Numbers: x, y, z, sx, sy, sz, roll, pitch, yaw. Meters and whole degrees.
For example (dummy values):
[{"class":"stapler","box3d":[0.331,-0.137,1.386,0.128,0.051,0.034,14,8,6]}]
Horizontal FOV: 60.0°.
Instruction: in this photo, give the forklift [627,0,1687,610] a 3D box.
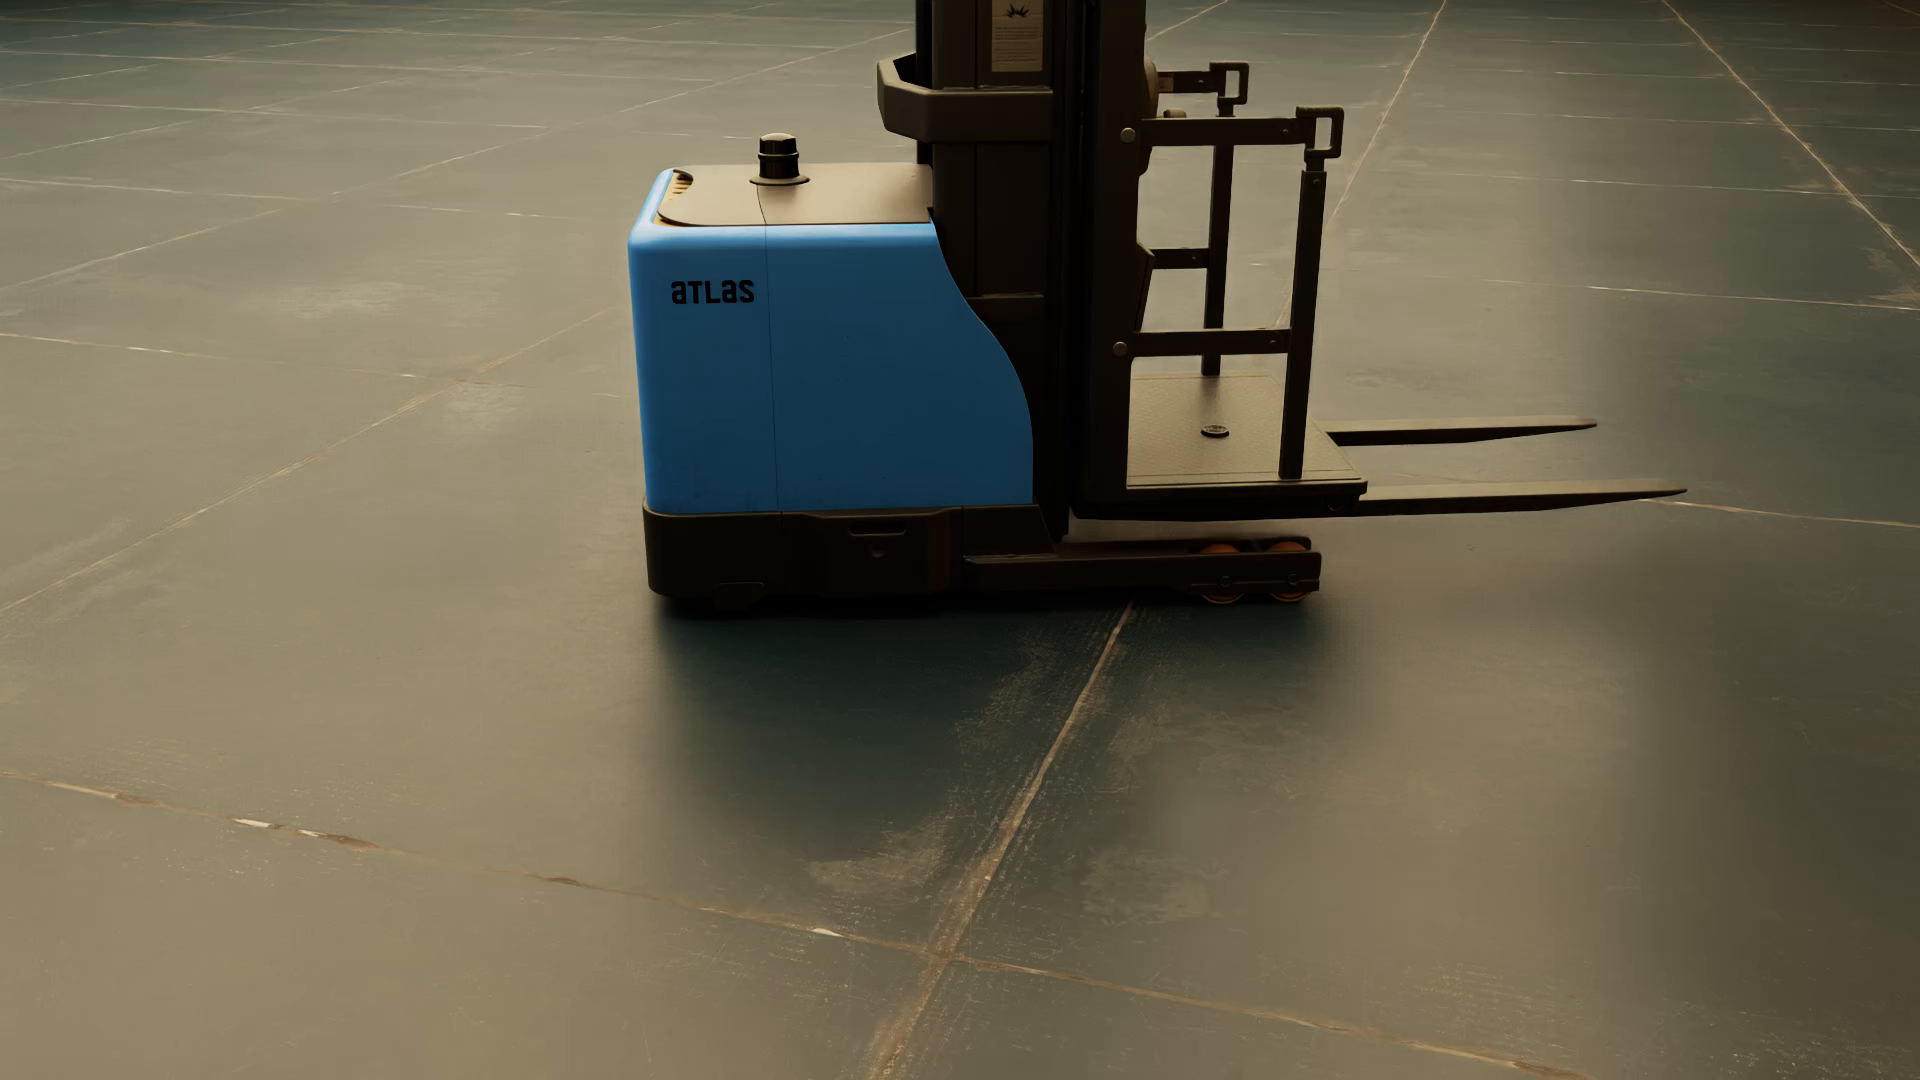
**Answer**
[{"class":"forklift","box3d":[0.606,-1.374,4.608,3.031,2.935,1.130,-2,23,-4]}]
